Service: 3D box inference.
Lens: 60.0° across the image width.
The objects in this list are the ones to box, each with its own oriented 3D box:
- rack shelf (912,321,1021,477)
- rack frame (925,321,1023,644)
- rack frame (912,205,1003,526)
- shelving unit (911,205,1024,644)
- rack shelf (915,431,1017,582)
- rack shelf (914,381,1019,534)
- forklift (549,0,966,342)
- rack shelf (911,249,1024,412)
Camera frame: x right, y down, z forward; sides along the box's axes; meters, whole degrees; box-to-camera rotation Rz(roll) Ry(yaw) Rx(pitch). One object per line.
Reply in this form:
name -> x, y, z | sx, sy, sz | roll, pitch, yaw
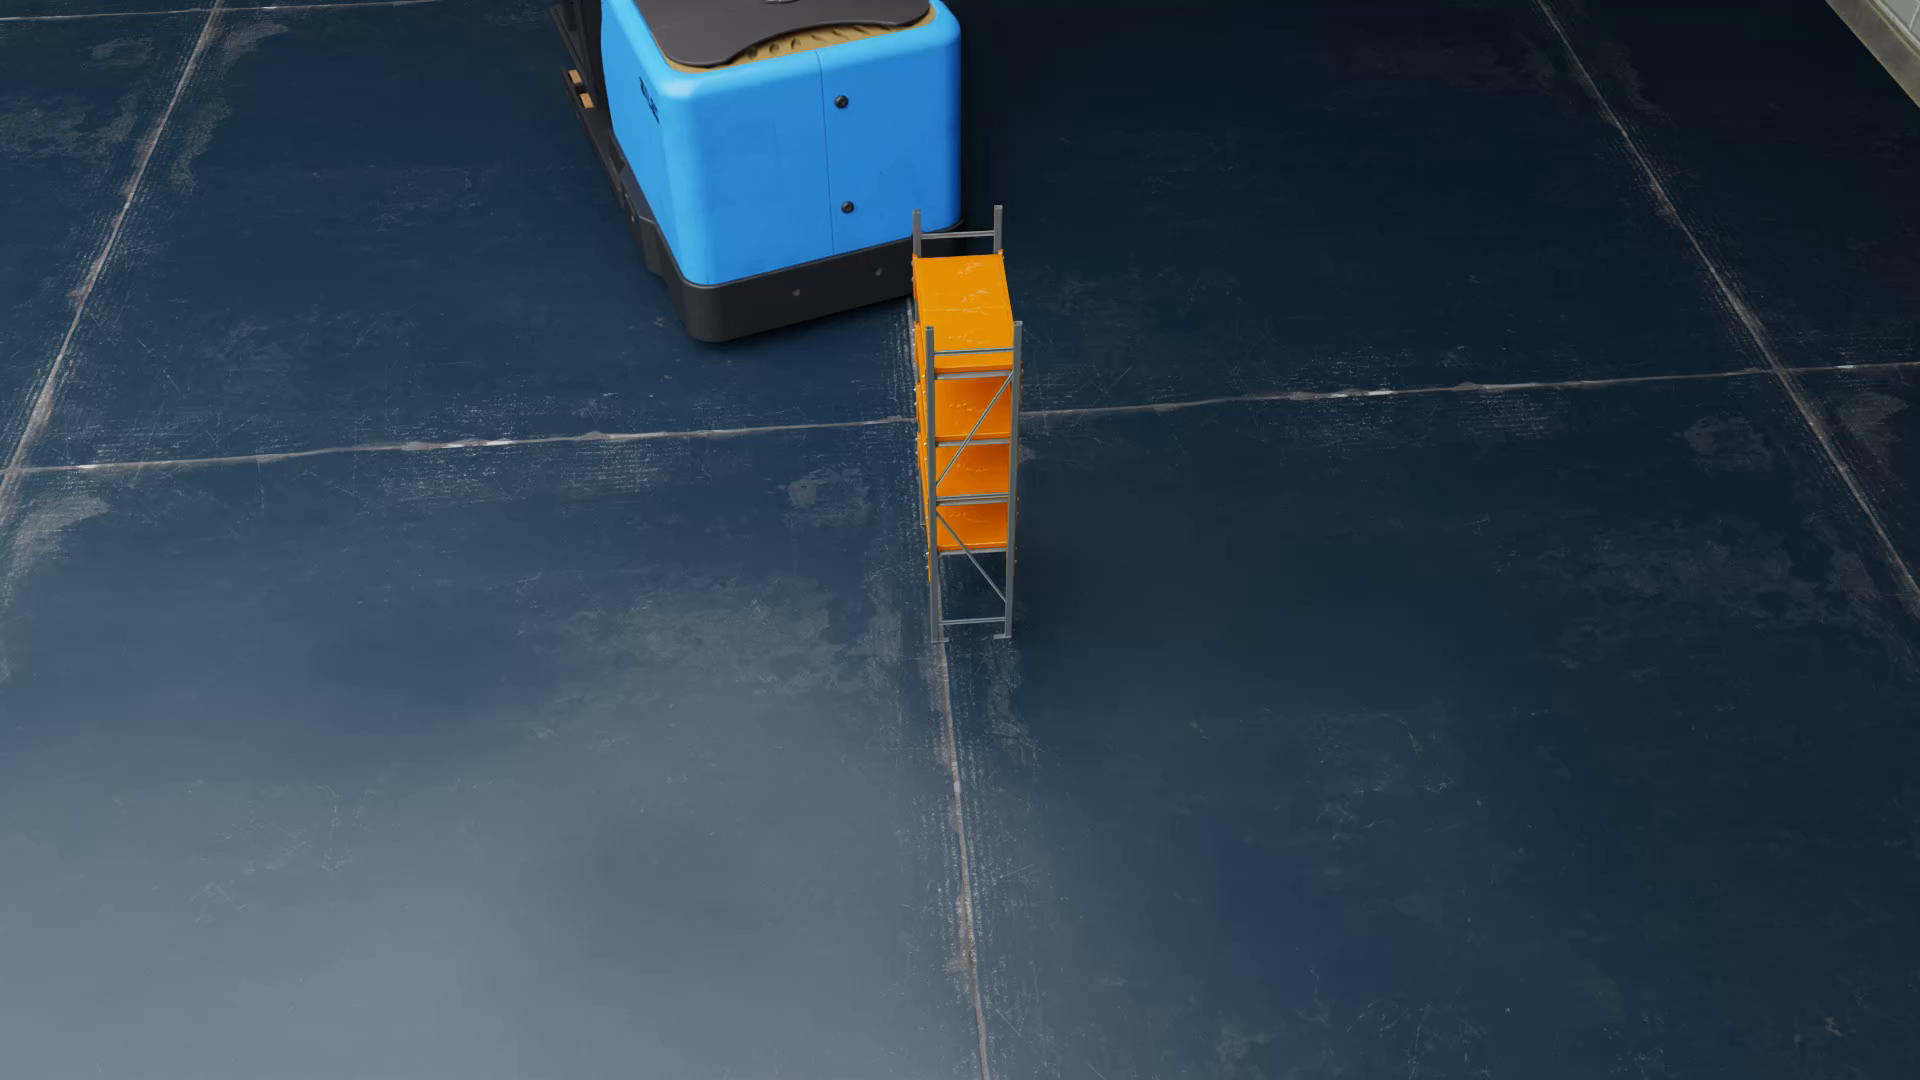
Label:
rack shelf -> 0.014, -0.400, 4.587 | 0.258, 0.148, 0.480 | -3, 47, -3
rack frame -> 0.034, -0.116, 4.534 | 0.240, 1.200, 0.015 | -3, 47, -3
rack frame -> -0.007, -0.469, 4.868 | 0.240, 1.200, 0.015 | -3, 47, -3
shelving unit -> 0.014, -0.293, 4.701 | 0.258, 1.200, 0.503 | -3, 47, -3
rack shelf -> 0.014, -0.110, 4.894 | 0.258, 0.148, 0.480 | -3, 47, -3
rack shelf -> 0.014, -0.247, 4.750 | 0.258, 0.148, 0.480 | -3, 47, -3
forklift -> -1.010, -2.785, 5.869 | 1.130, 2.935, 3.031 | -17, 49, -15
rack shelf -> 0.014, -0.563, 4.416 | 0.258, 0.148, 0.480 | -3, 47, -3
